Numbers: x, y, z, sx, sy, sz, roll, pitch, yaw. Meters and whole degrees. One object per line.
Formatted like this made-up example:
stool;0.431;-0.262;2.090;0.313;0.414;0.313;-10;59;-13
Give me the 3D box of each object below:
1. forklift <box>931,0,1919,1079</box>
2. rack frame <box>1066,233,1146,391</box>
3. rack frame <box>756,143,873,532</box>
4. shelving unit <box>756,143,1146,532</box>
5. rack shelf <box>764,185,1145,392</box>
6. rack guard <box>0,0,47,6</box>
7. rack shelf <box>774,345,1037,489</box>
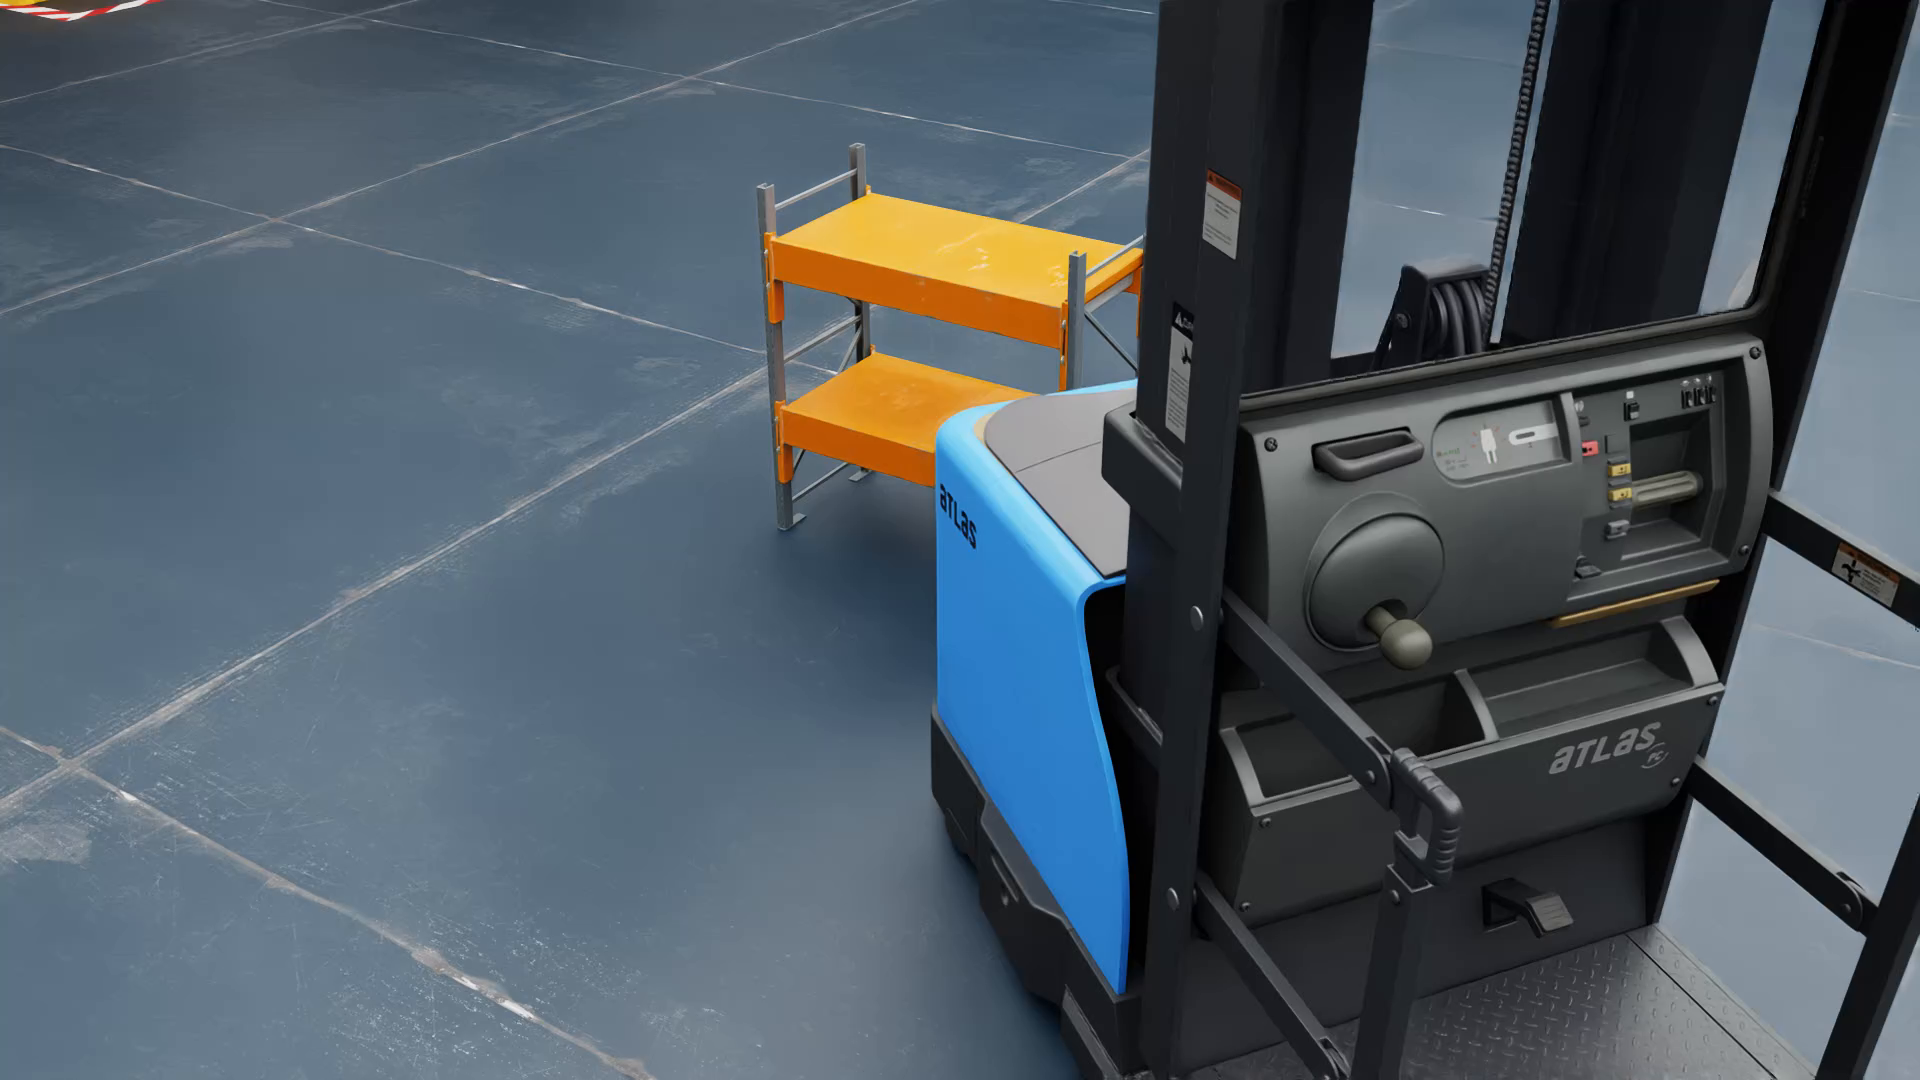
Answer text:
forklift;0.940;-0.014;2.366;1.130;2.935;3.031;-11;32;-18
rack frame;0.425;-0.351;4.736;0.032;1.125;0.500;18;35;27
rack frame;-0.436;-0.624;5.203;0.032;1.125;0.500;18;35;27
shelving unit;-0.006;-0.488;4.970;1.048;1.125;0.538;18;35;27
rack shelf;-0.006;-0.740;4.822;1.000;0.278;0.538;18;35;27
rack guard;-6.438;-4.251;12.040;0.348;0.500;1.175;18;35;27
rack shelf;-0.006;-0.276;5.093;1.000;0.278;0.538;18;35;27
